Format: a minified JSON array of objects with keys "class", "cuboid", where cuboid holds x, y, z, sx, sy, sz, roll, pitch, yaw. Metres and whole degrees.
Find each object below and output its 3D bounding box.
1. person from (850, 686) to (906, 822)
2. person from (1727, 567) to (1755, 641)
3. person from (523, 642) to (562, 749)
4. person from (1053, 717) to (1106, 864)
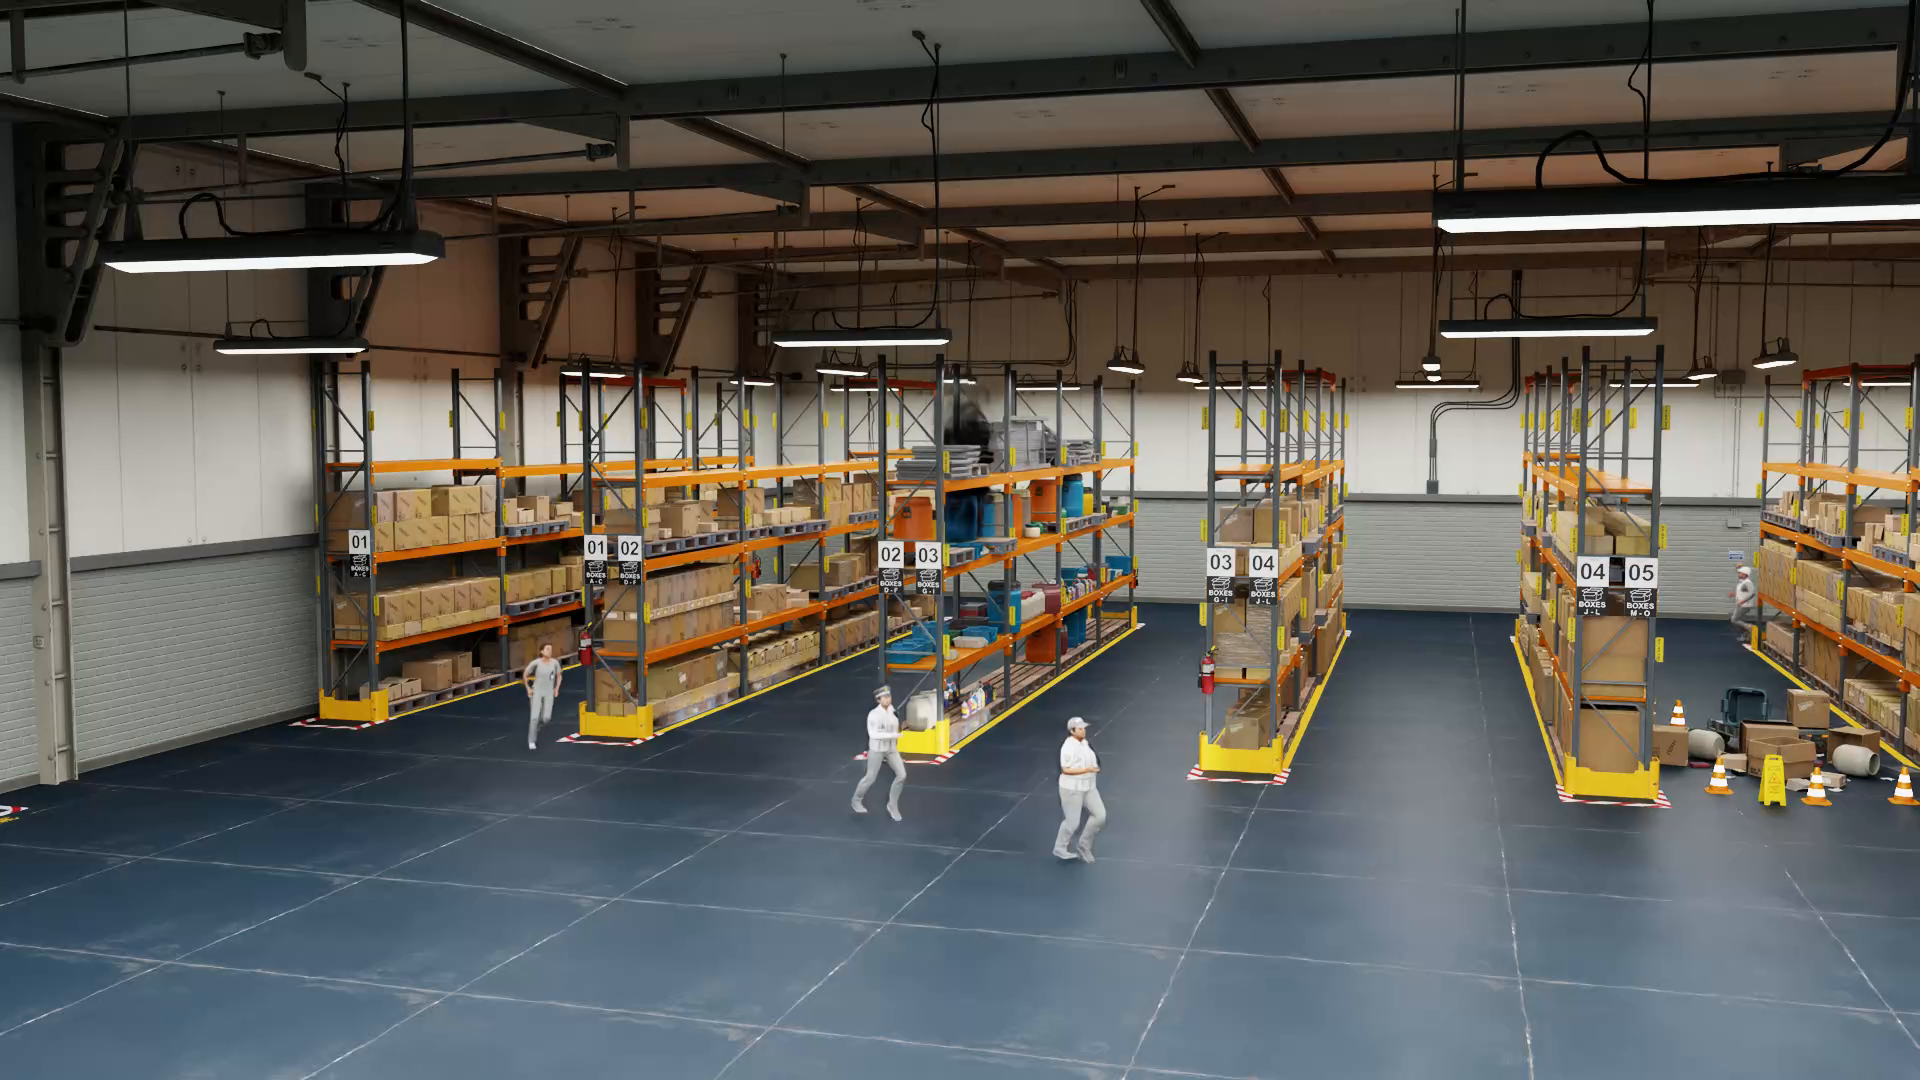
[{"class":"person","cuboid":[-0.977,2.673,20.909,0.866,1.717,0.622,4,6,45]},{"class":"person","cuboid":[17.720,1.455,37.694,0.611,1.716,0.695,1,4,20]},{"class":"person","cuboid":[-6.434,2.376,25.659,0.606,1.616,0.556,-2,5,-26]},{"class":"person","cuboid":[1.360,2.842,18.794,0.661,1.695,0.586,3,5,41]}]
